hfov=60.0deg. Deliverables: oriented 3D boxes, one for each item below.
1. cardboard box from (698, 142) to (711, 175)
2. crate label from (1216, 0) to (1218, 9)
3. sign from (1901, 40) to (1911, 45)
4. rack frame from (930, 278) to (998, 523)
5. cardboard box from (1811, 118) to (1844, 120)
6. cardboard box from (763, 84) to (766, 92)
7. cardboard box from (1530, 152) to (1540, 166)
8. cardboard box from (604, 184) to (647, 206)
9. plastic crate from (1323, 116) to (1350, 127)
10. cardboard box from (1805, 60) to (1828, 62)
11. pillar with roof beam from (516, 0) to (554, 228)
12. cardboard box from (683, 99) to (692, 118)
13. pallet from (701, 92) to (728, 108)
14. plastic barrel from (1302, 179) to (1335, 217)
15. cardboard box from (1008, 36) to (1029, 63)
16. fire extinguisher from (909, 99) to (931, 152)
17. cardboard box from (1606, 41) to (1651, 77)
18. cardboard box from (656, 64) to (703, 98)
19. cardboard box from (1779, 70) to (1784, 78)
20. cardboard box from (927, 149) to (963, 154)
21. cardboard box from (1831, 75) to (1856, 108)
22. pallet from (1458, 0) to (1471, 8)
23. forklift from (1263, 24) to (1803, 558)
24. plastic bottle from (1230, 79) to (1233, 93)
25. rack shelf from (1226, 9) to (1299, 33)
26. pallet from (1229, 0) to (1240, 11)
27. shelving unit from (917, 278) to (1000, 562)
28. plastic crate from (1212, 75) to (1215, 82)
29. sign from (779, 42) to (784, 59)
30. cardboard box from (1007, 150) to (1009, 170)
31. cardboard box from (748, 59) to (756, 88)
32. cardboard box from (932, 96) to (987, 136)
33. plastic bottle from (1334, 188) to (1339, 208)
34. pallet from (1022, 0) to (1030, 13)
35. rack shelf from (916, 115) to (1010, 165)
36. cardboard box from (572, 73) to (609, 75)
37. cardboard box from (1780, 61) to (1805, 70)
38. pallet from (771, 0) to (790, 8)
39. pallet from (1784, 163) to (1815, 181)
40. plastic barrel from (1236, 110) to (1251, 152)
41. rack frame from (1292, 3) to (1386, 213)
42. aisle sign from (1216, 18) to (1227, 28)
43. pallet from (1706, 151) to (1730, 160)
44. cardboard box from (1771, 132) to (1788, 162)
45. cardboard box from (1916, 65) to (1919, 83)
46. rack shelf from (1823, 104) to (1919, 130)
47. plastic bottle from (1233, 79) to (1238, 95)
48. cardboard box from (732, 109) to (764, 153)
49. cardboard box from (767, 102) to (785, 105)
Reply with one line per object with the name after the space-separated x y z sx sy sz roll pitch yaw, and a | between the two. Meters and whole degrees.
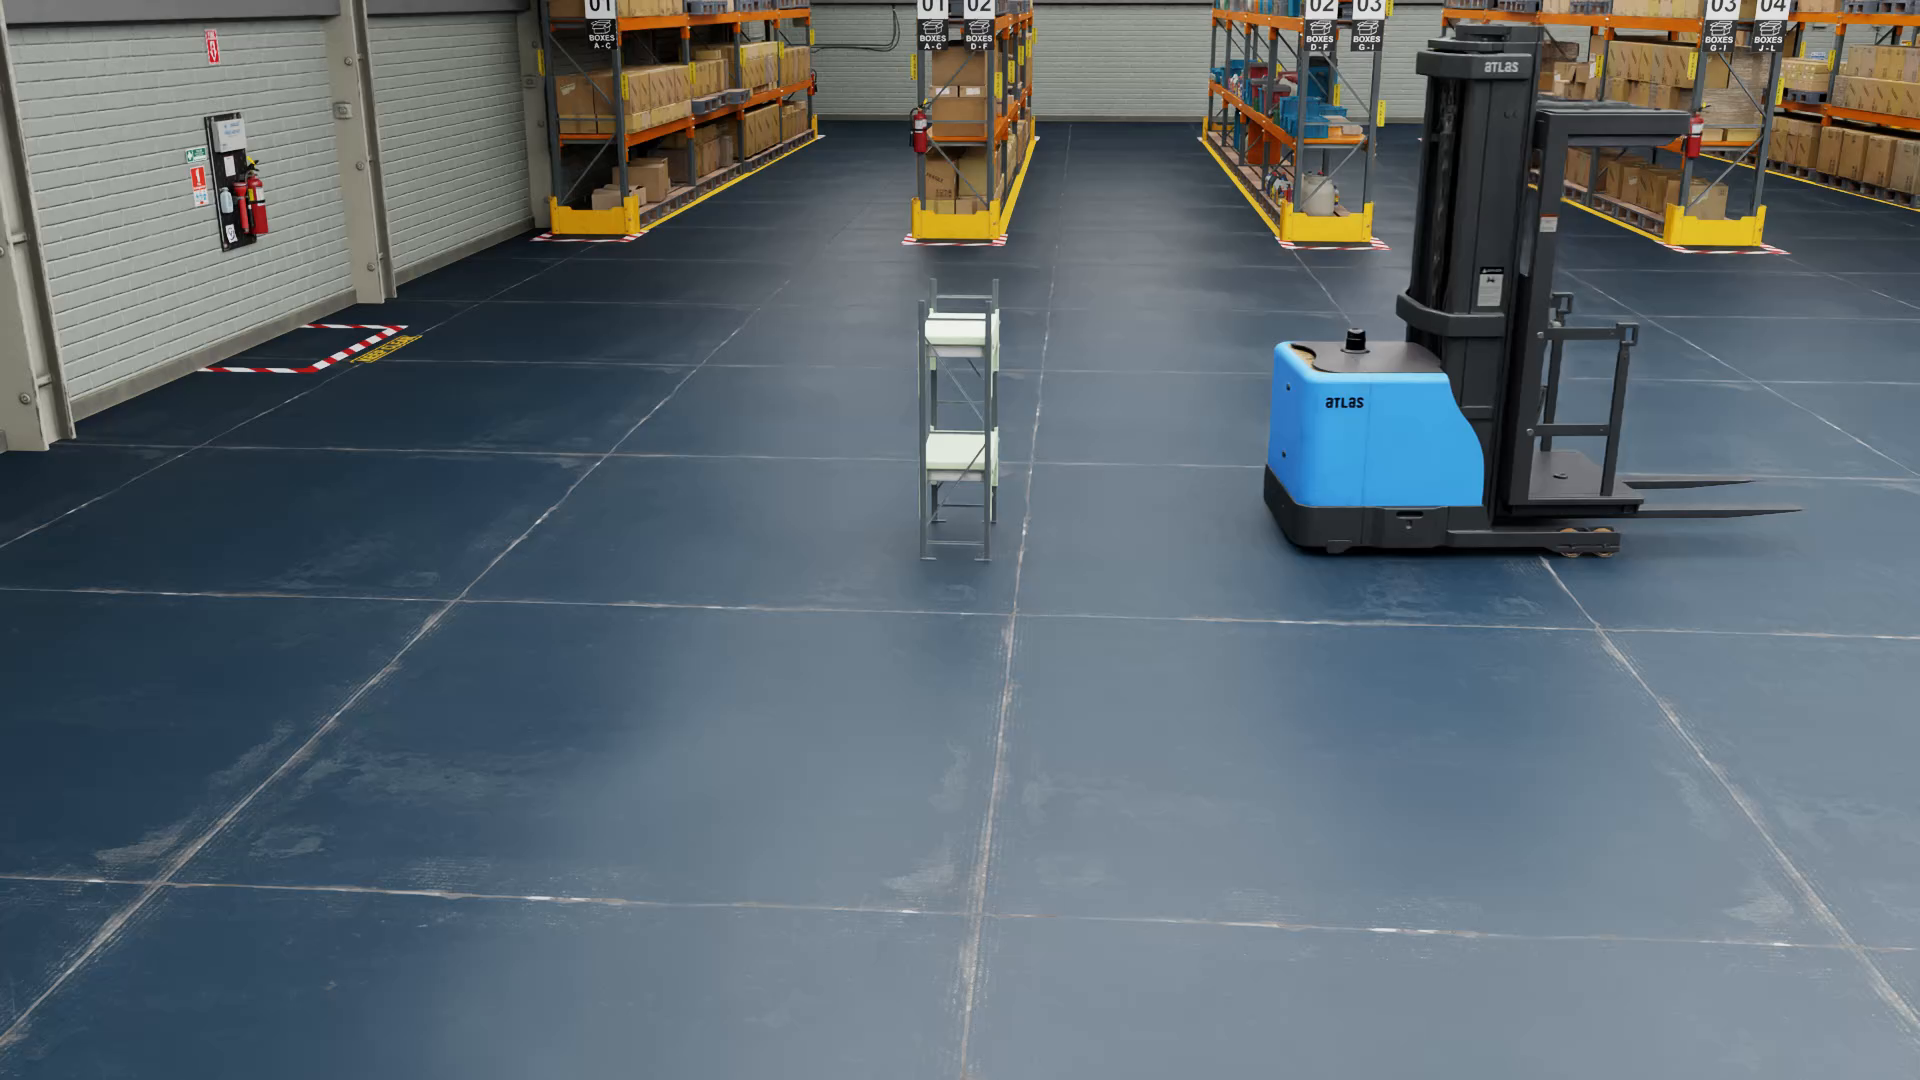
-4.606 -6.427 28.028 0.700 0.500 0.500 1 18 5 | cardboard box
5.647 -11.439 35.437 0.408 0.251 0.502 1 18 4 | crate label
23.285 -12.149 40.857 0.339 0.242 0.001 1 18 4 | sign
0.026 -0.824 10.030 0.400 1.500 0.023 1 18 4 | rack frame
15.717 -7.514 30.173 0.500 0.250 0.500 1 18 4 | cardboard box
-3.977 -8.805 32.349 0.380 0.149 0.250 1 18 4 | cardboard box
10.472 -7.172 29.732 1.225 0.875 0.875 0 18 1 | cardboard box
-4.813 -4.937 23.783 0.500 0.311 0.500 3 18 8 | cardboard box
5.311 -6.001 23.844 0.530 0.136 0.437 1 18 4 | plastic crate
15.700 -8.698 30.423 0.380 0.149 0.250 0 18 1 | cardboard box
-1.512 -8.607 21.738 9.100 9.000 0.400 1 18 4 | pillar with roof beam
-4.438 -6.642 25.585 0.500 0.250 0.500 1 18 4 | cardboard box
-4.521 -7.393 27.977 1.003 0.211 1.213 1 18 4 | pallet
4.859 -4.618 22.519 0.421 0.512 0.421 0 18 0 | plastic barrel
1.123 -9.896 33.539 0.500 0.500 0.500 2 18 5 | cardboard box
-0.524 -5.443 21.841 0.296 0.674 0.183 1 18 4 | fire extinguisher
9.829 -7.056 24.395 0.500 0.500 0.500 1 18 4 | cardboard box
-4.589 -7.445 26.960 0.700 0.500 0.500 3 18 10 | cardboard box
15.014 -8.412 30.029 0.380 0.149 0.250 2 18 5 | cardboard box
-0.216 -5.395 24.106 0.500 0.500 0.500 1 18 4 | cardboard box
15.040 -7.540 27.957 0.500 0.500 0.500 1 18 5 | cardboard box
10.848 -11.026 34.080 1.003 0.211 1.213 1 18 4 | pallet
3.432 -1.456 9.660 3.031 2.935 1.130 0 18 -1 | forklift
5.273 -8.776 32.095 0.097 0.271 0.097 0 18 0 | plastic bottle
5.605 -9.584 30.691 1.077 0.370 4.000 1 18 4 | rack shelf
5.790 -10.211 31.755 1.213 0.211 1.003 1 18 4 | pallet
0.000 -0.711 9.683 0.431 1.500 0.755 1 18 4 | shelving unit
5.535 -9.889 35.612 0.250 0.136 0.298 1 18 4 | plastic crate
-3.591 -9.846 33.421 0.100 0.325 0.005 1 18 4 | sign
0.513 -6.030 26.351 0.500 0.311 0.500 1 18 4 | cardboard box
-4.083 -8.606 30.700 0.500 0.500 0.500 2 18 6 | cardboard box
-0.006 -5.698 22.335 0.700 0.500 0.500 1 18 4 | cardboard box
5.329 -4.863 23.622 0.097 0.271 0.097 0 18 0 | plastic bottle
0.562 -9.114 28.405 1.213 0.211 1.003 2 18 6 | pallet
0.091 -5.785 23.917 1.077 0.370 4.000 1 18 4 | rack shelf
-5.126 -6.217 23.084 0.500 0.500 0.500 2 18 5 | cardboard box
15.015 -8.553 29.982 0.380 0.149 0.250 2 18 7 | cardboard box
-4.064 -10.979 33.939 1.003 0.211 1.213 1 18 4 | pallet
15.399 -6.544 29.555 1.003 0.211 1.213 1 18 4 | pallet
5.642 -7.935 32.018 0.600 0.901 0.708 1 18 4 | plastic barrel
4.888 -5.394 21.568 1.000 3.000 0.127 1 18 4 | rack frame
5.744 -11.628 36.417 0.394 0.787 0.004 1 18 4 | aisle sign
15.642 -7.753 33.244 1.003 0.211 1.213 1 18 4 | pallet
15.191 -7.174 30.339 0.500 0.500 0.500 0 18 1 | cardboard box
15.120 -7.221 25.376 0.700 0.500 0.500 1 18 3 | cardboard box
15.199 -6.663 26.596 1.077 0.370 4.000 1 18 4 | rack shelf
5.252 -8.567 31.451 0.152 0.276 0.135 1 18 4 | plastic bottle
-4.167 -7.775 31.613 0.750 0.750 0.750 1 18 4 | cardboard box
-4.041 -9.493 36.376 0.380 0.149 0.250 1 18 4 | cardboard box
